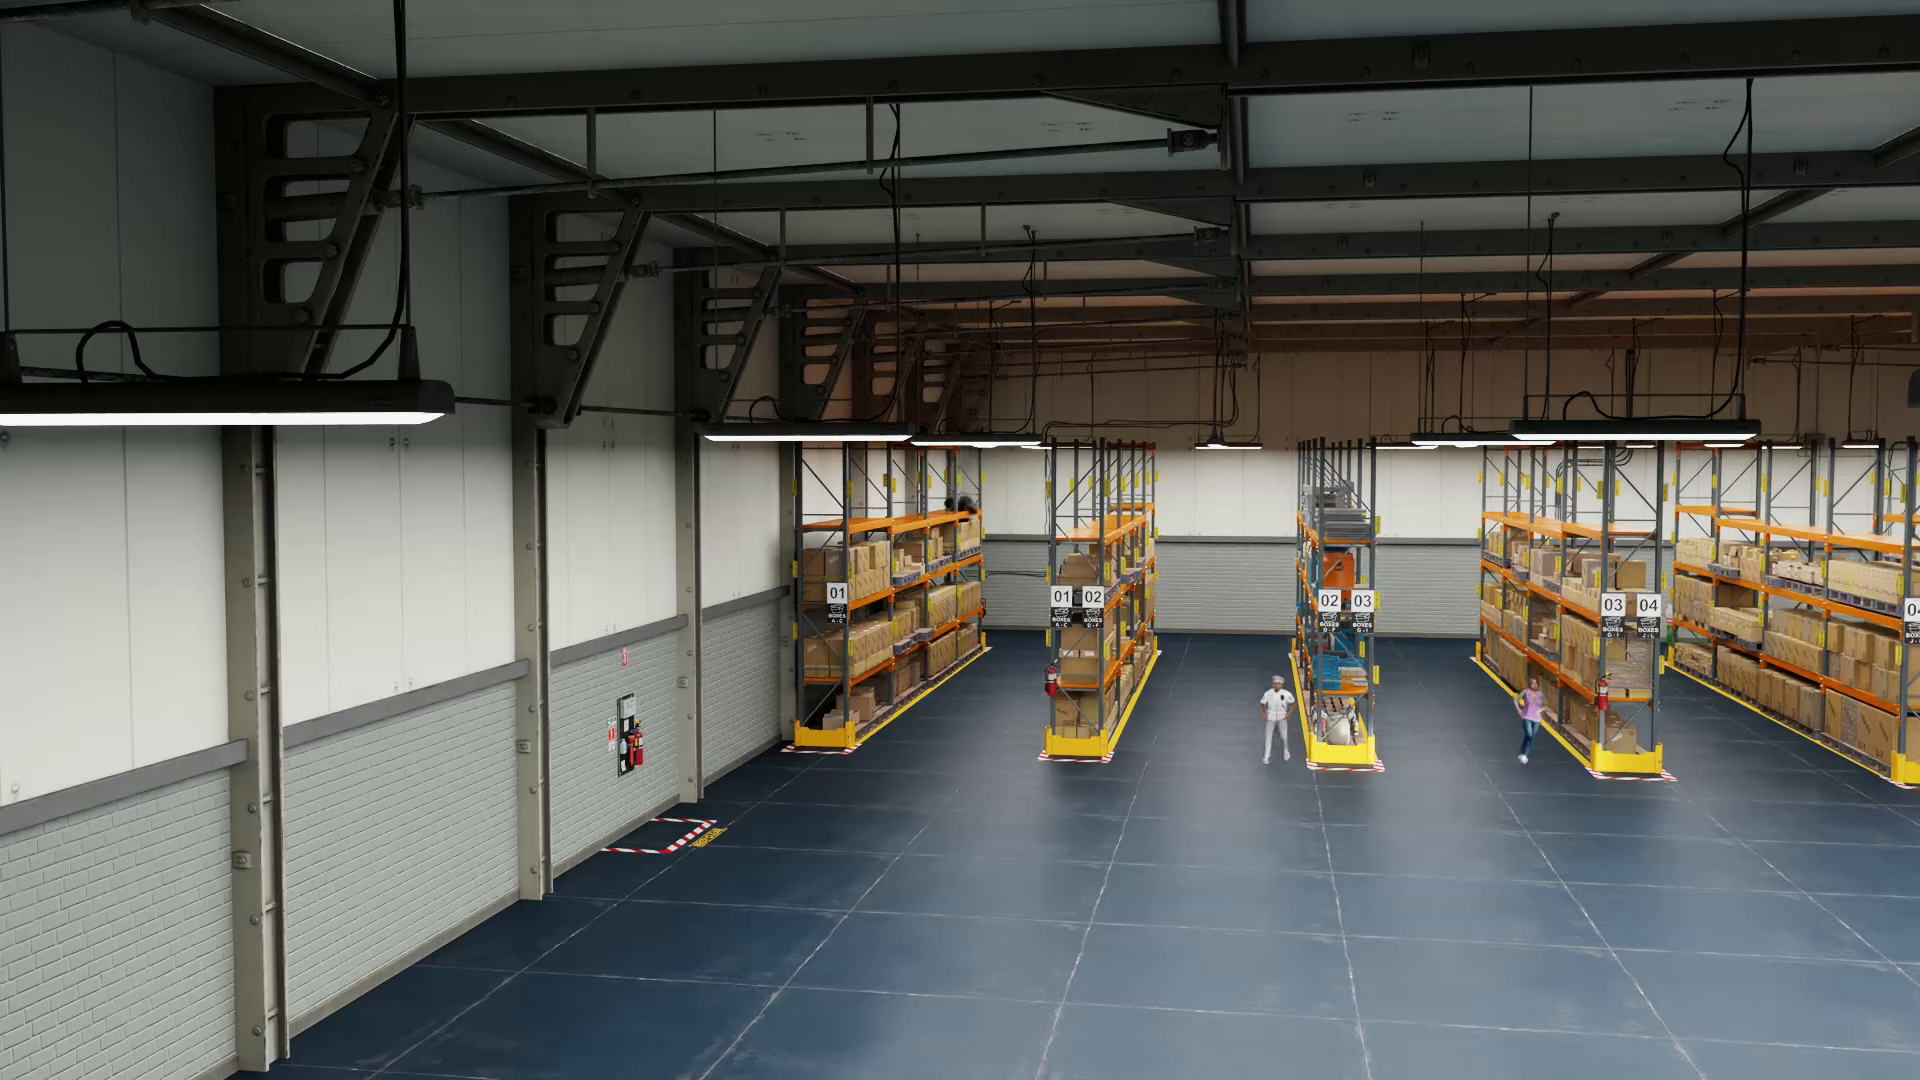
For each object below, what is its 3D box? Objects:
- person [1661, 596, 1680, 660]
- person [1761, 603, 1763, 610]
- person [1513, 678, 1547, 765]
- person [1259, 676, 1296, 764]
[{"bbox_3d":[19.706,2.392,45.940,0.801,1.844,0.648,-1,3,-15],"label":"person"},{"bbox_3d":[21.871,2.518,45.427,0.769,1.655,0.607,0,3,-1],"label":"person"},{"bbox_3d":[10.477,3.363,30.495,0.564,1.508,0.583,0,3,1],"label":"person"},{"bbox_3d":[5.823,3.307,30.507,0.680,1.644,0.567,1,3,11],"label":"person"}]
